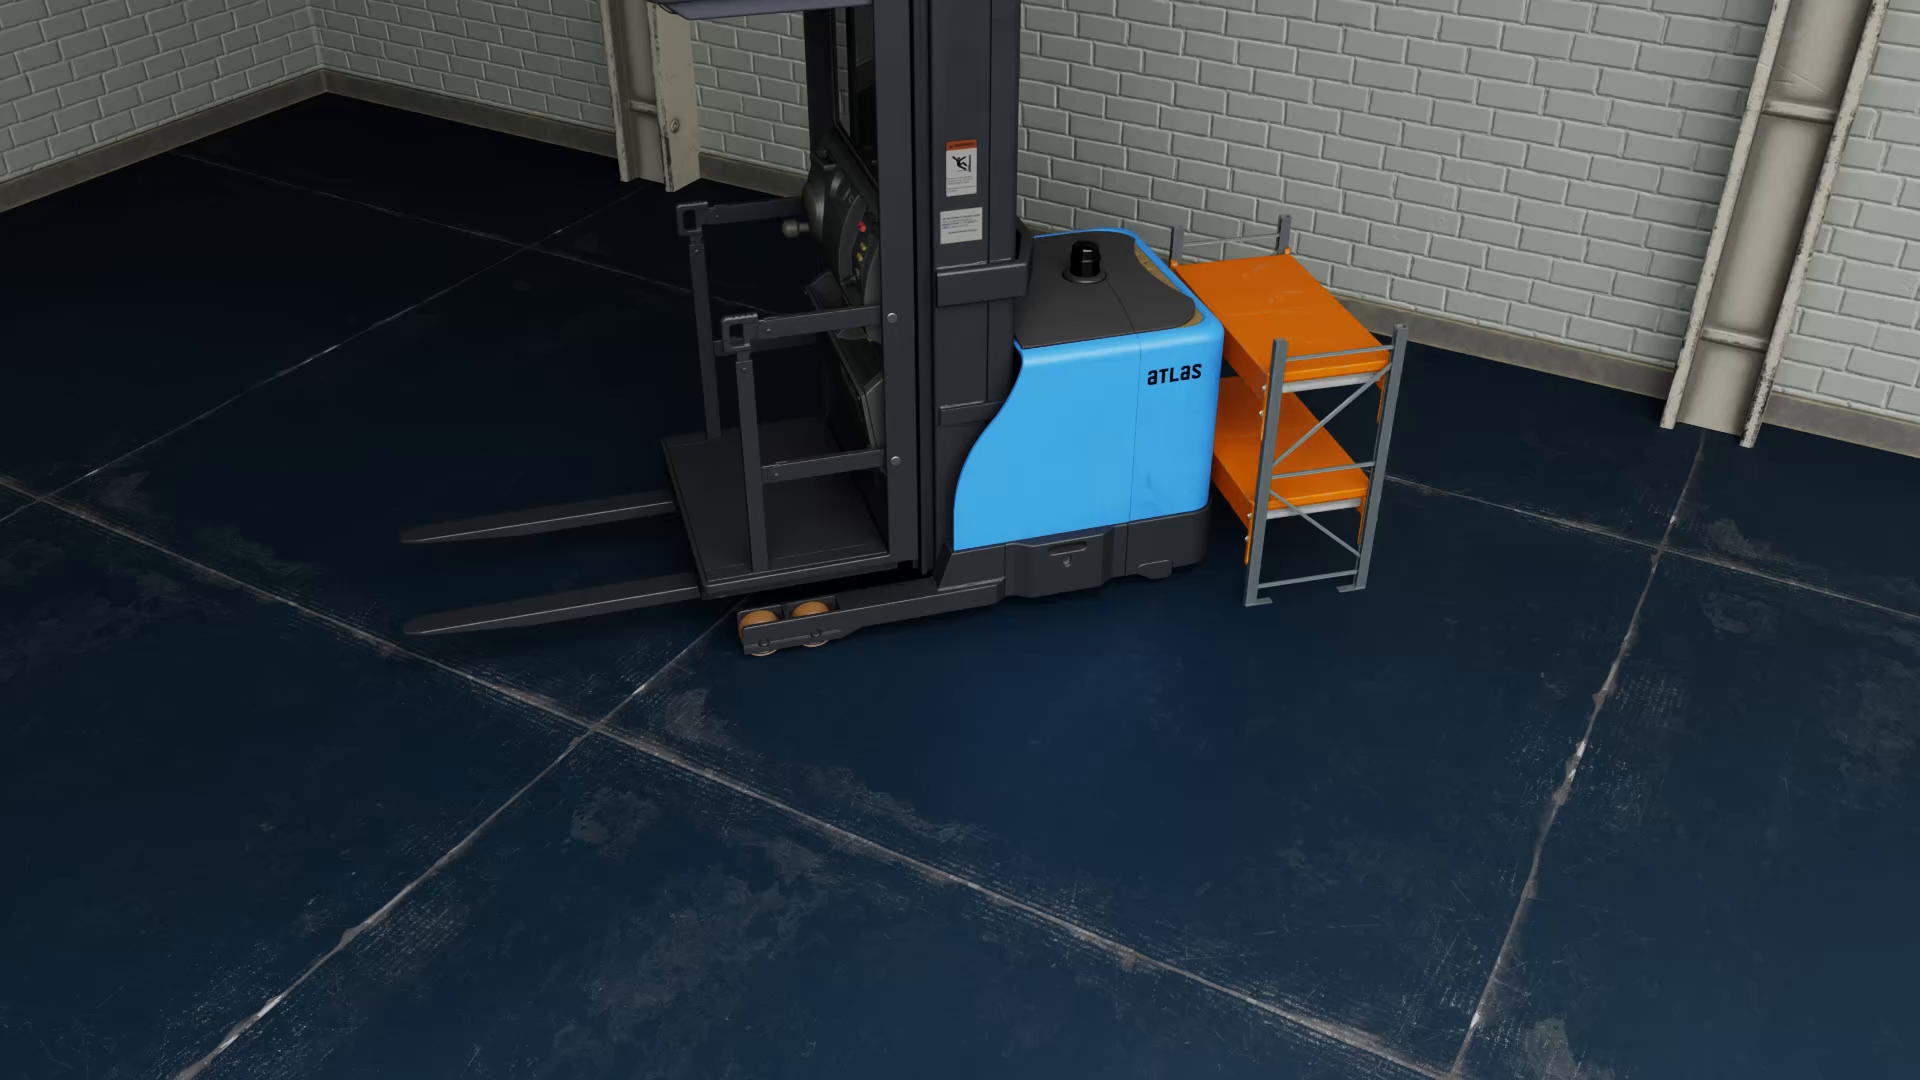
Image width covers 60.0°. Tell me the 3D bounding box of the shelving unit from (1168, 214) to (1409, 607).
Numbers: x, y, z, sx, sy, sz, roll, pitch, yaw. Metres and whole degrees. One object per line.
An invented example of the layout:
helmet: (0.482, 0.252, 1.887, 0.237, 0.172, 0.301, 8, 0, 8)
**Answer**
shelving unit: (1.207, -0.527, 6.526, 0.538, 1.125, 1.048, -8, 34, -12)

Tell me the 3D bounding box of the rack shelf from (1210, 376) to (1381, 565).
rack shelf: (1.207, -0.323, 6.661, 0.538, 0.278, 1.000, -8, 34, -12)

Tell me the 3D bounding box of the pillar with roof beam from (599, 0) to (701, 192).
pillar with roof beam: (-3.934, -3.858, 4.425, 0.400, 9.000, 9.100, 18, 37, 24)

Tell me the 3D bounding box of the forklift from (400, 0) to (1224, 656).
forklift: (-0.602, -1.121, 5.789, 3.031, 2.935, 1.130, -9, 35, -14)

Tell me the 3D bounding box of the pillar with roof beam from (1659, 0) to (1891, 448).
pillar with roof beam: (1.275, -2.208, 1.947, 0.400, 9.000, 9.100, 18, 37, 24)

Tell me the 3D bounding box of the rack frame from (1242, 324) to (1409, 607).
rack frame: (1.332, -0.254, 6.116, 0.500, 1.125, 0.032, -8, 34, -12)

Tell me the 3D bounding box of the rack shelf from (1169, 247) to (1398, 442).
rack shelf: (1.208, -0.771, 6.364, 0.538, 0.278, 1.000, -8, 34, -12)

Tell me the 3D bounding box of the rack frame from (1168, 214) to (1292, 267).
rack frame: (1.083, -0.800, 6.936, 0.500, 1.125, 0.032, -8, 34, -12)
